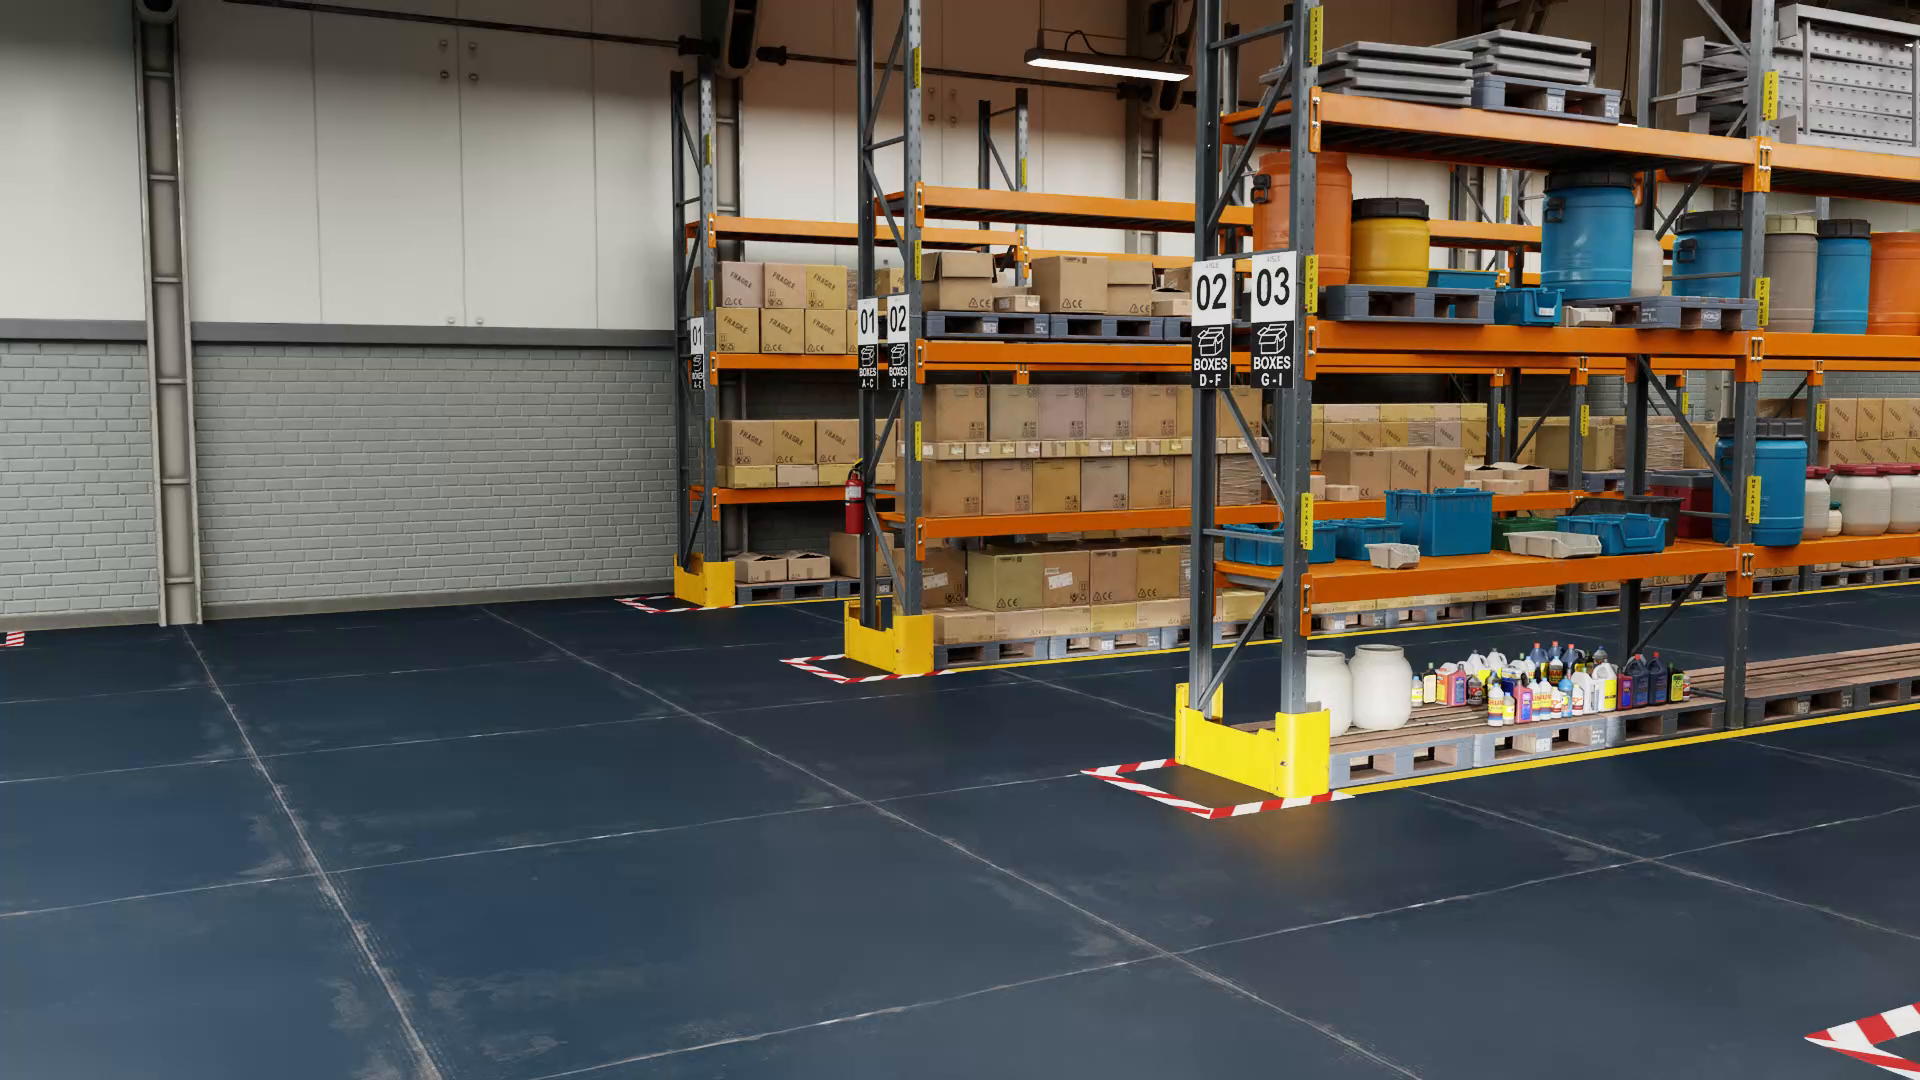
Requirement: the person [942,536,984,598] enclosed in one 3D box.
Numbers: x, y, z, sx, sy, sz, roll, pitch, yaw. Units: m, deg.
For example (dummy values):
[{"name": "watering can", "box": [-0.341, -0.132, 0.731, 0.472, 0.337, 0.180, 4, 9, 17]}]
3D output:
[{"name": "person", "box": [0.022, 0.026, 17.250, 0.503, 1.654, 0.350, -3, 6, -29]}]
